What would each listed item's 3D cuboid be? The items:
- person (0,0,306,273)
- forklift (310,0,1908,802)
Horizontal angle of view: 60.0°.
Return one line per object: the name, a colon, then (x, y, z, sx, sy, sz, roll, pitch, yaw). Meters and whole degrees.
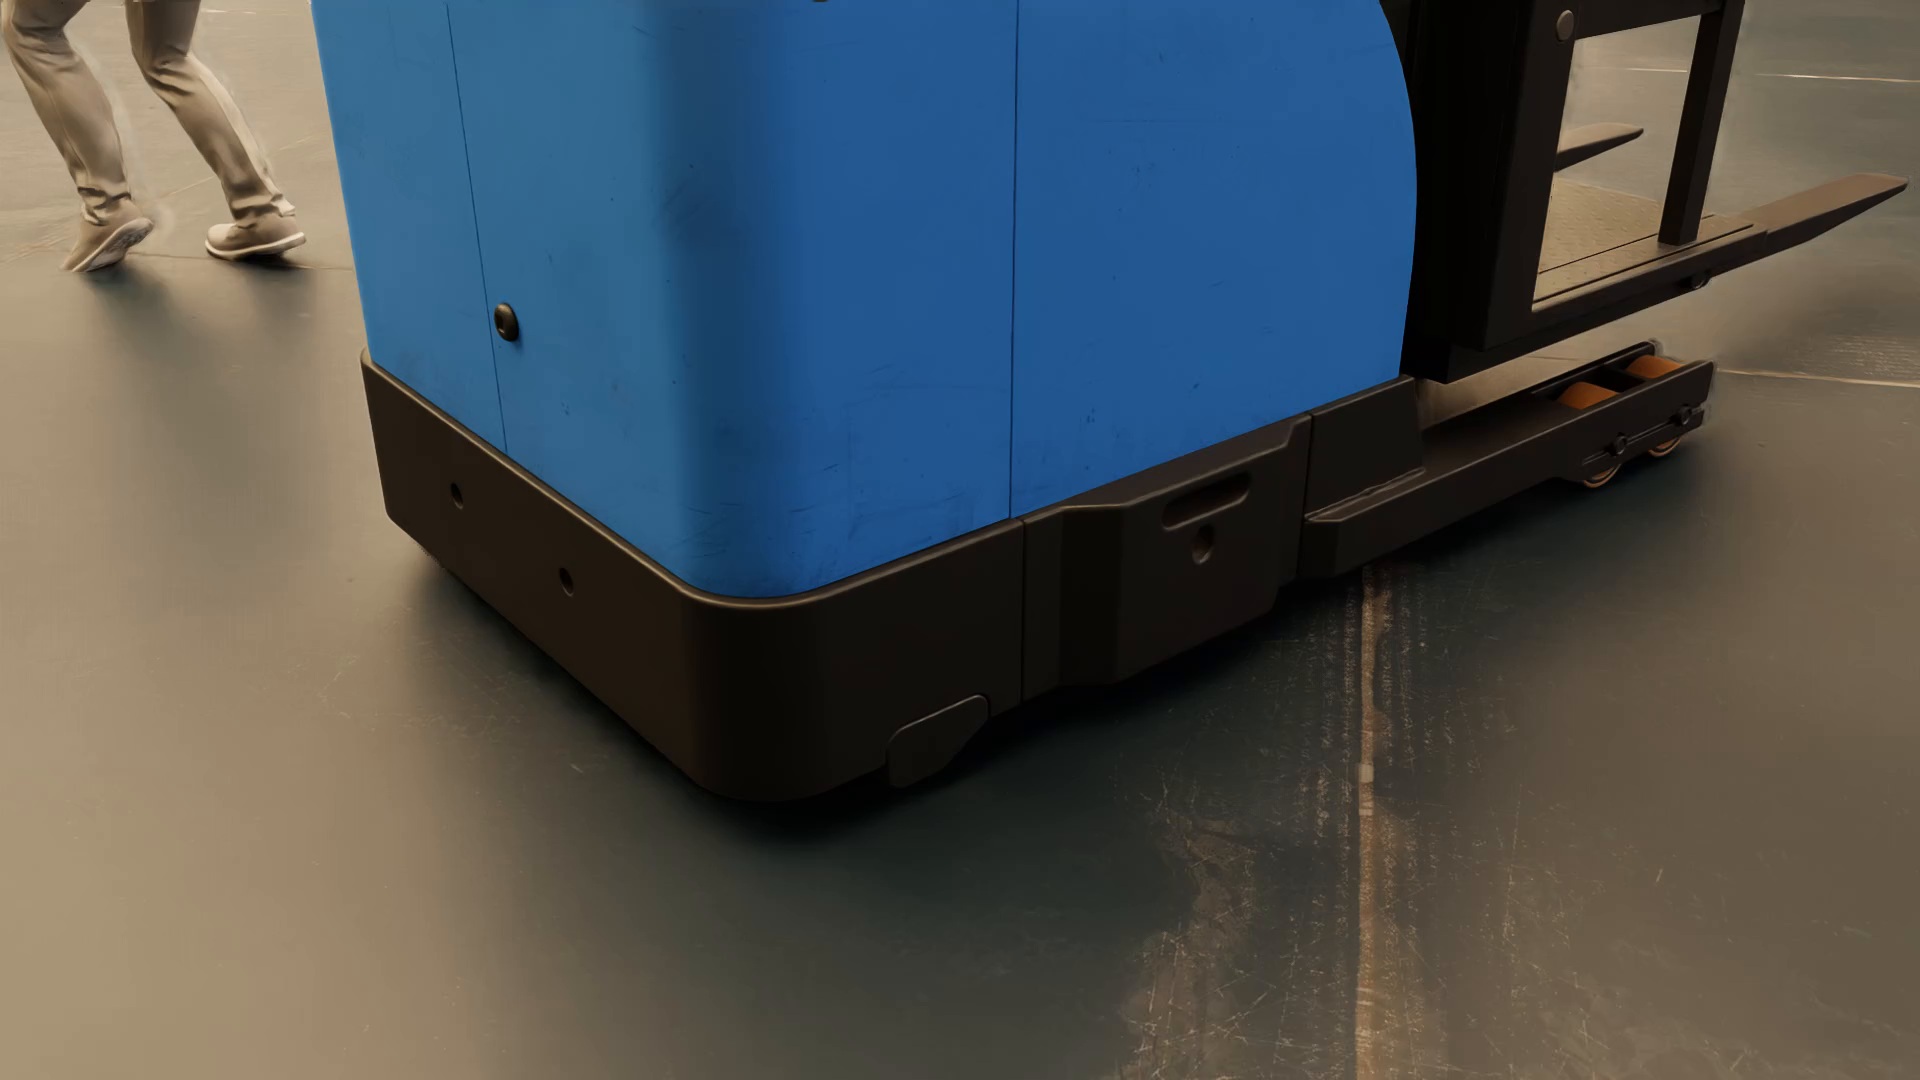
person: (-1.687, -1.310, 3.384, 0.734, 1.664, 0.577, 5, 27, 10)
forklift: (0.620, -1.557, 2.332, 3.031, 2.935, 1.130, -20, 33, -34)
